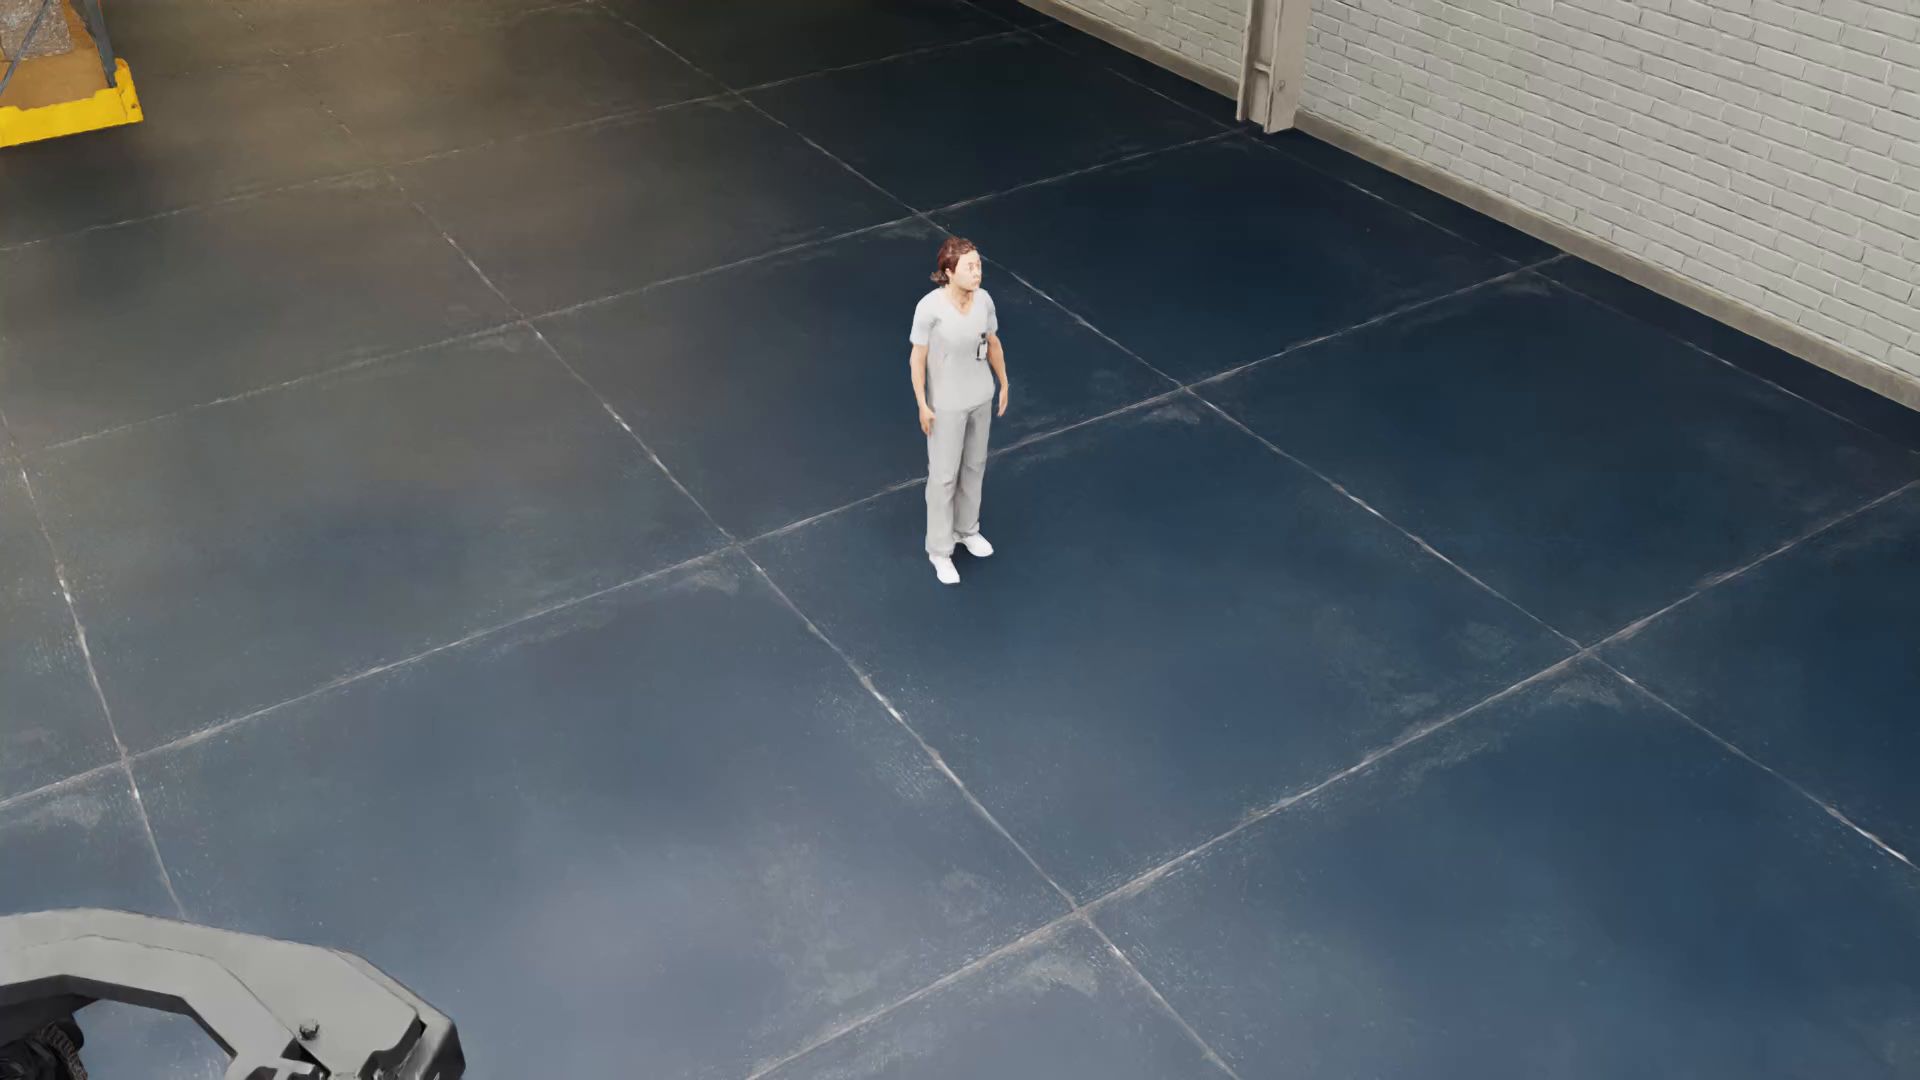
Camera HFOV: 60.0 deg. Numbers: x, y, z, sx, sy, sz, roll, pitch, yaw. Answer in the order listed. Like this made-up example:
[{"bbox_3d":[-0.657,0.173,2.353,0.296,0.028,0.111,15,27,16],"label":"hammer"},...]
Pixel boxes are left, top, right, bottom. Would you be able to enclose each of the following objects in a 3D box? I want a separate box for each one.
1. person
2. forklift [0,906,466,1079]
[{"bbox_3d":[0.029,-0.652,8.155,0.550,1.674,0.548,-21,40,-27],"label":"person"},{"bbox_3d":[-1.437,2.221,2.986,1.130,2.935,3.031,7,36,10],"label":"forklift"}]
